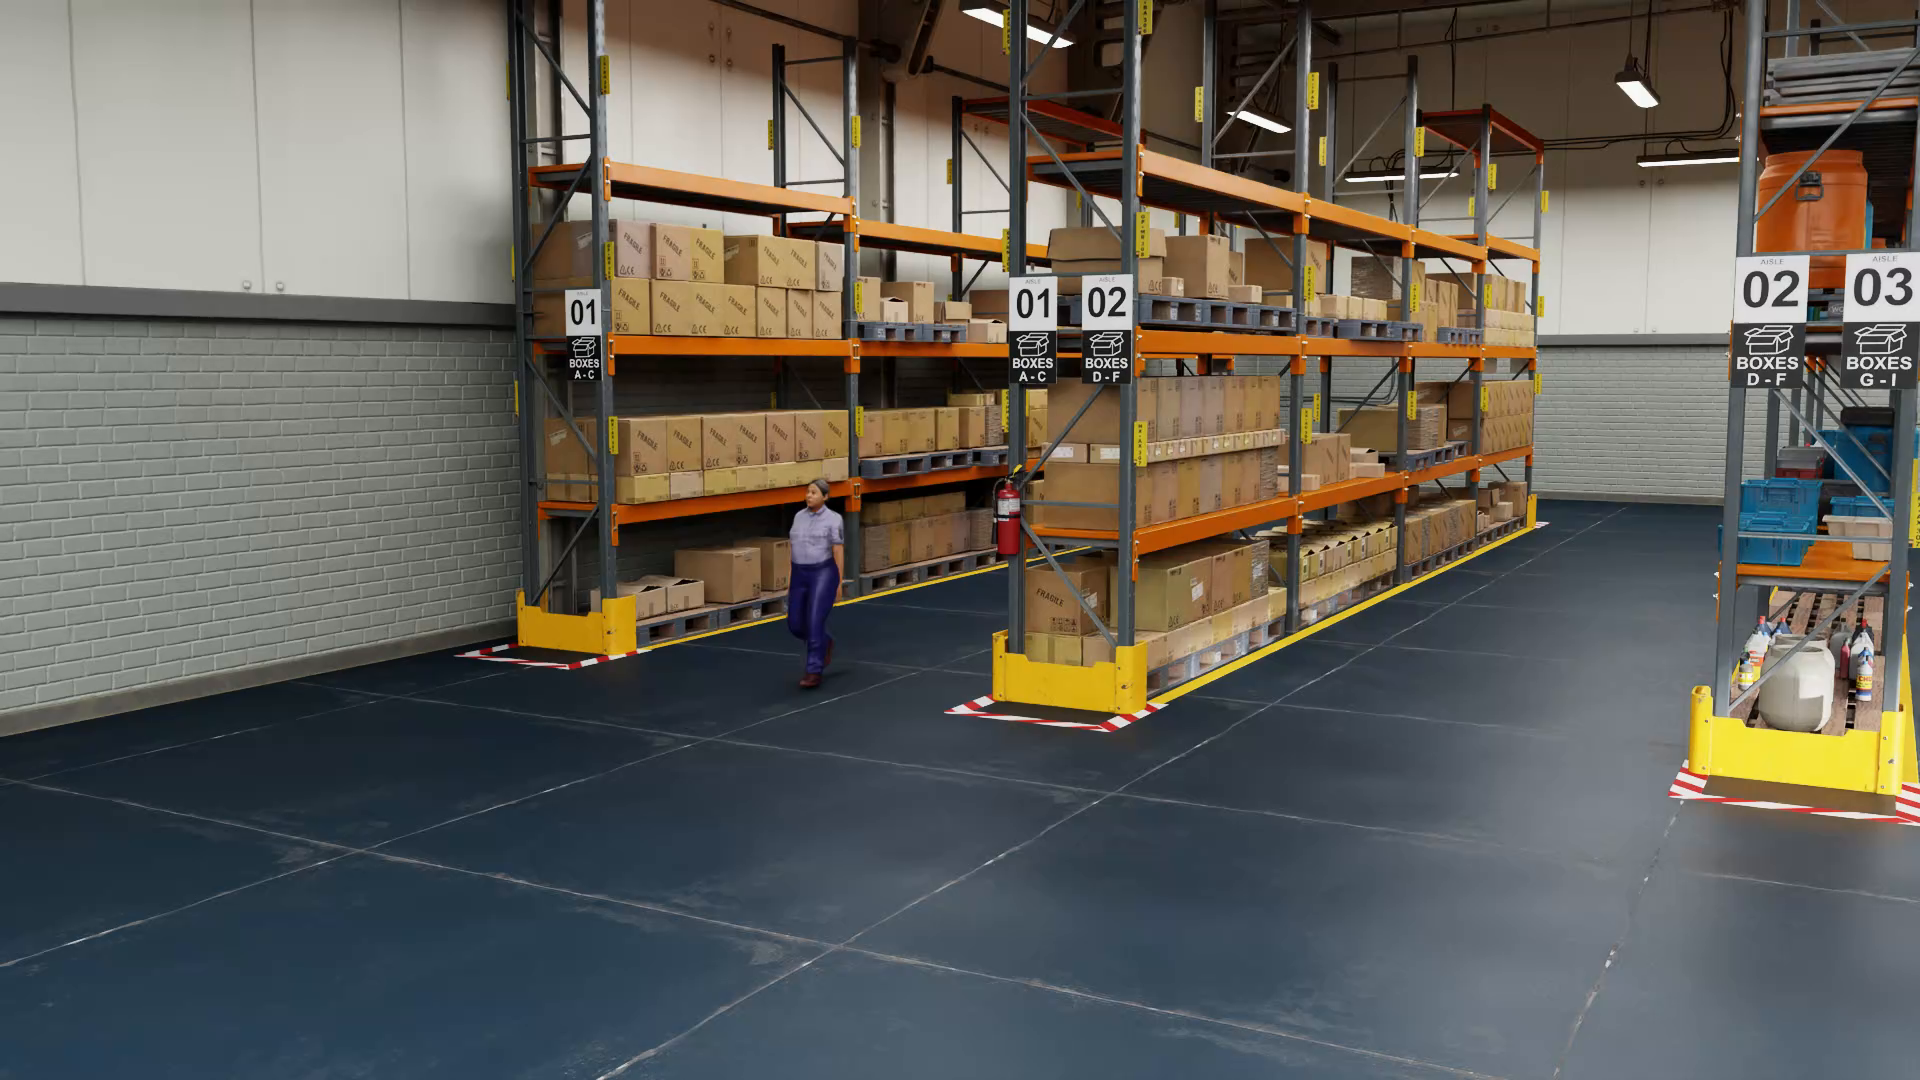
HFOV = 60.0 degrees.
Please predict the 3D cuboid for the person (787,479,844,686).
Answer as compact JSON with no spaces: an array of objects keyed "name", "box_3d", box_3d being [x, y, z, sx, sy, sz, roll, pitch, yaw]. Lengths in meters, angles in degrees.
[{"name":"person","box_3d":[-1.152,0.316,13.346,0.482,1.621,0.736,3,7,28]}]
